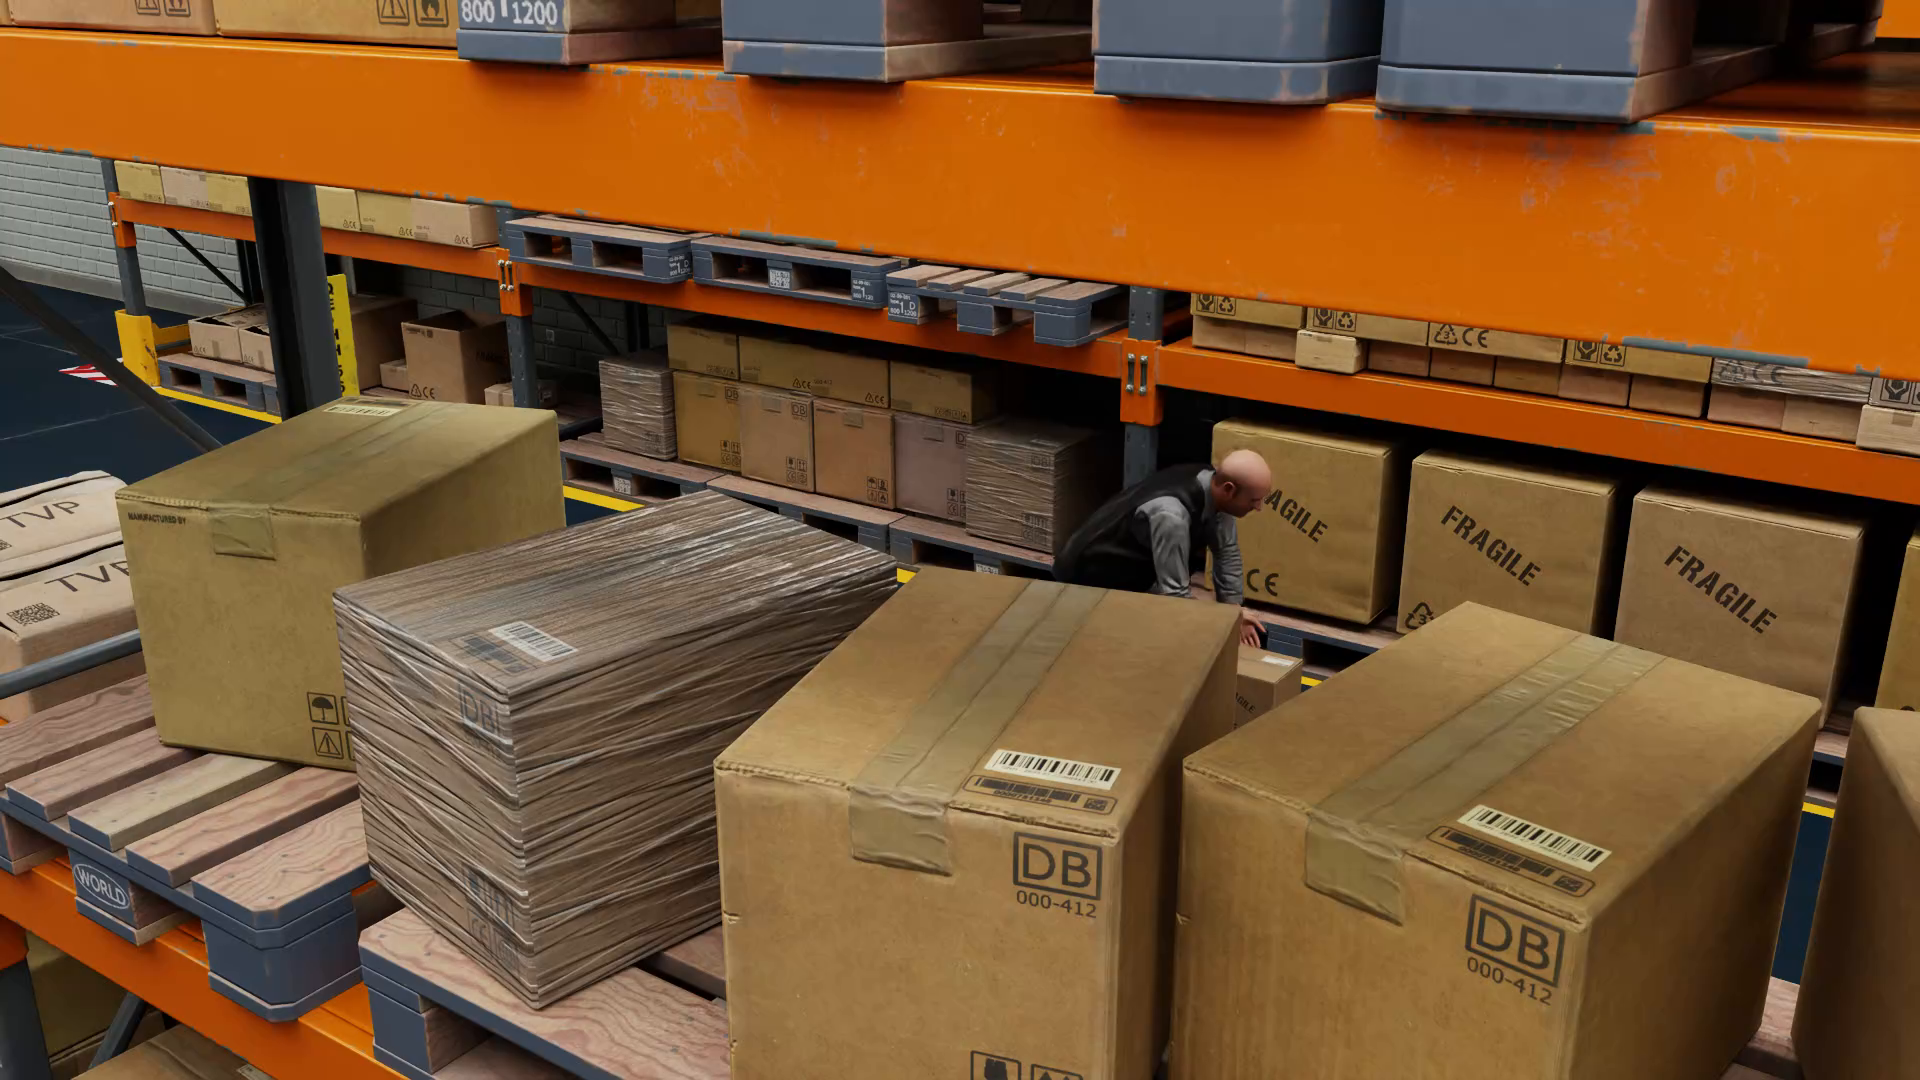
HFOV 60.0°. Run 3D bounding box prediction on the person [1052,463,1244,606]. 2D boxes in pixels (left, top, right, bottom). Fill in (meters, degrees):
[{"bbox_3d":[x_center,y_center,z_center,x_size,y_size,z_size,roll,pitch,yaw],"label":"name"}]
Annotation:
[{"bbox_3d":[0.711,0.219,6.292,0.664,1.073,0.583,13,23,31],"label":"person"}]
